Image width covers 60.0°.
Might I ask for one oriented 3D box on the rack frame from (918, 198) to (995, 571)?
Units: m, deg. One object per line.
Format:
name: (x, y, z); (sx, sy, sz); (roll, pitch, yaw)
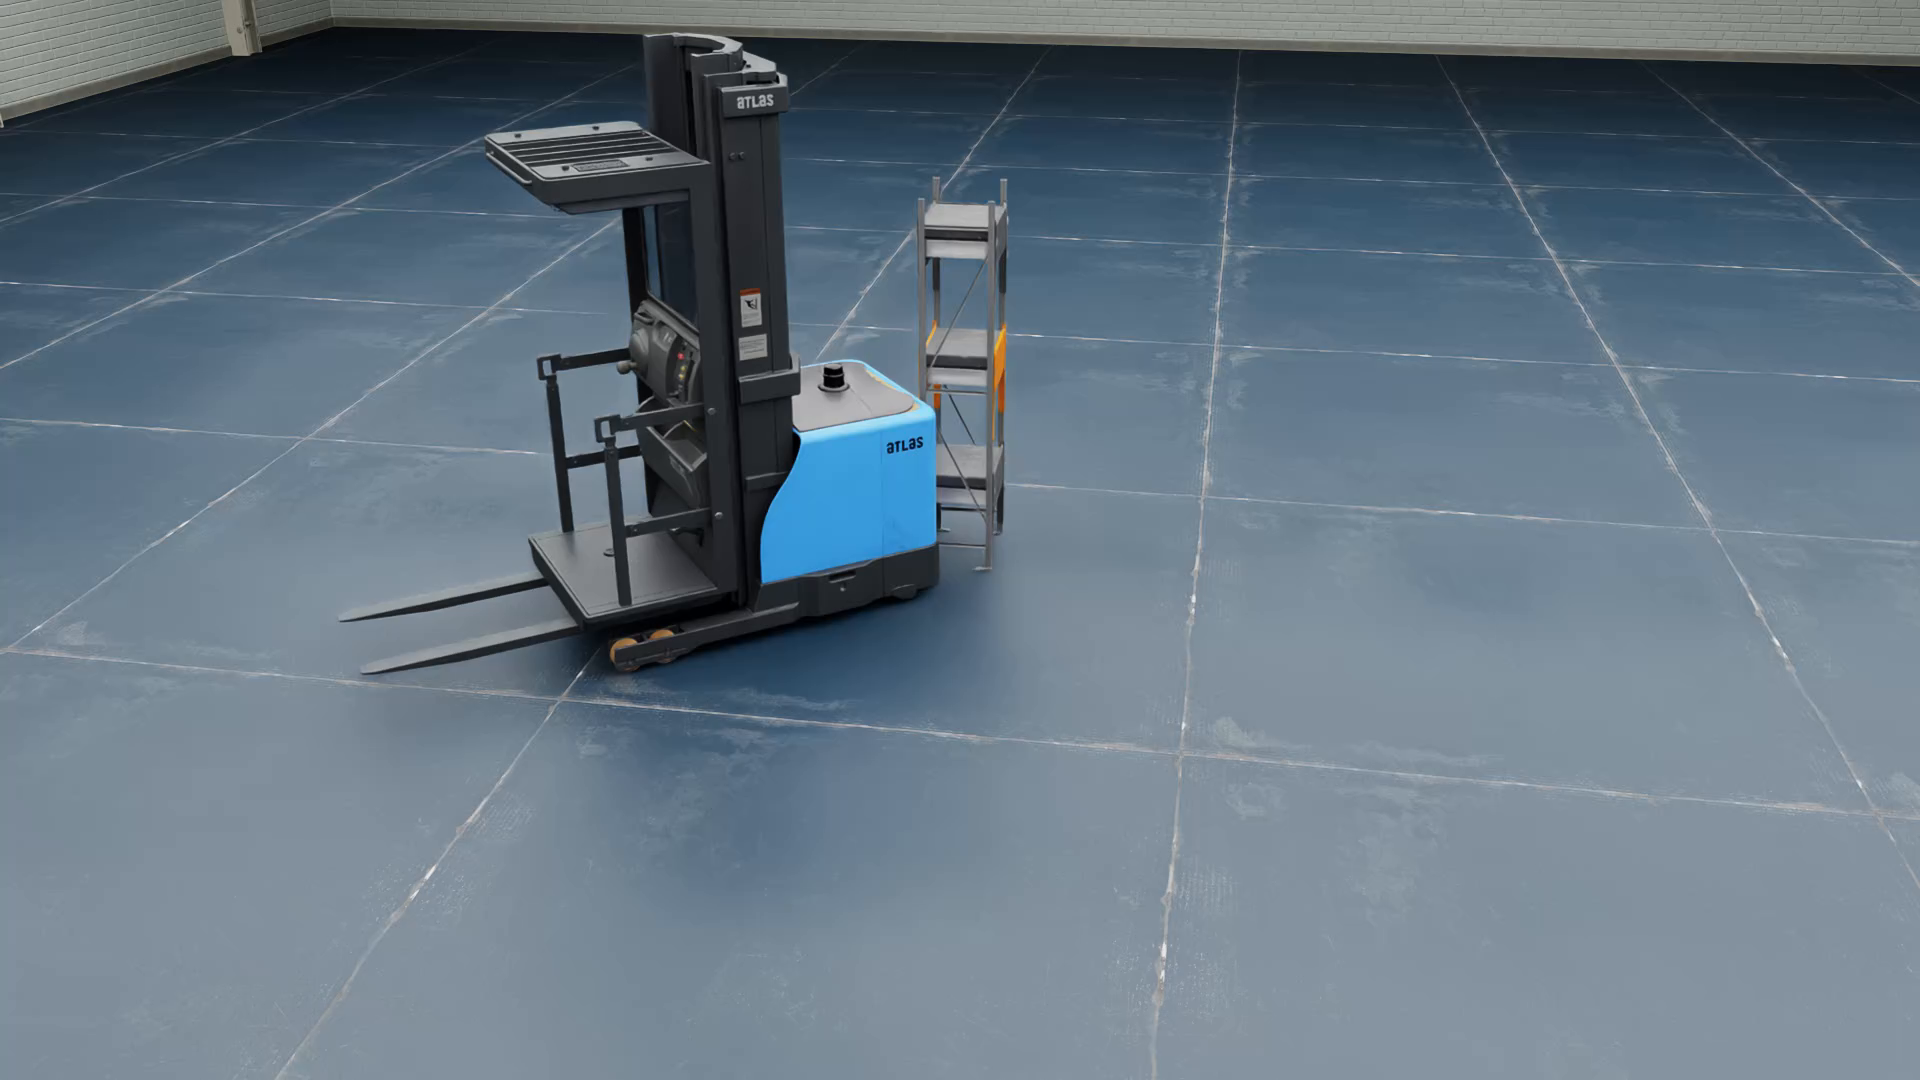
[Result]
rack frame: (-0.018, -0.792, 8.965); (0.400, 2.100, 0.015); (4, 25, 8)

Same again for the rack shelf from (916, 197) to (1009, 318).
rack shelf: (0.017, -1.516, 8.893); (0.431, 0.518, 0.480); (4, 25, 8)

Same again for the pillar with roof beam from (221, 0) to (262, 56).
pillar with roof beam: (-6.904, -11.381, 23.450); (9.100, 9.000, 0.400); (4, 25, 9)

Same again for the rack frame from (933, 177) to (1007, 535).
rack frame: (0.053, -0.997, 9.403); (0.400, 2.100, 0.015); (4, 25, 8)

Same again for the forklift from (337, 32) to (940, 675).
forklift: (-1.656, -0.921, 8.260); (3.031, 2.935, 1.130); (-13, 28, -25)

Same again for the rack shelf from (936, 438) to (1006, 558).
rack shelf: (0.017, -0.248, 9.486); (0.431, 0.518, 0.480); (4, 25, 8)

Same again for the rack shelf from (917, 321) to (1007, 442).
rack shelf: (0.017, -0.882, 9.190); (0.431, 0.518, 0.480); (4, 25, 8)

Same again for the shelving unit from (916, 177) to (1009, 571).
shelving unit: (0.017, -0.894, 9.184); (0.431, 2.100, 0.503); (4, 25, 8)

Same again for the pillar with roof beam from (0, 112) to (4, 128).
pillar with roof beam: (-7.884, -8.872, 18.089); (9.100, 9.000, 0.400); (4, 25, 9)
